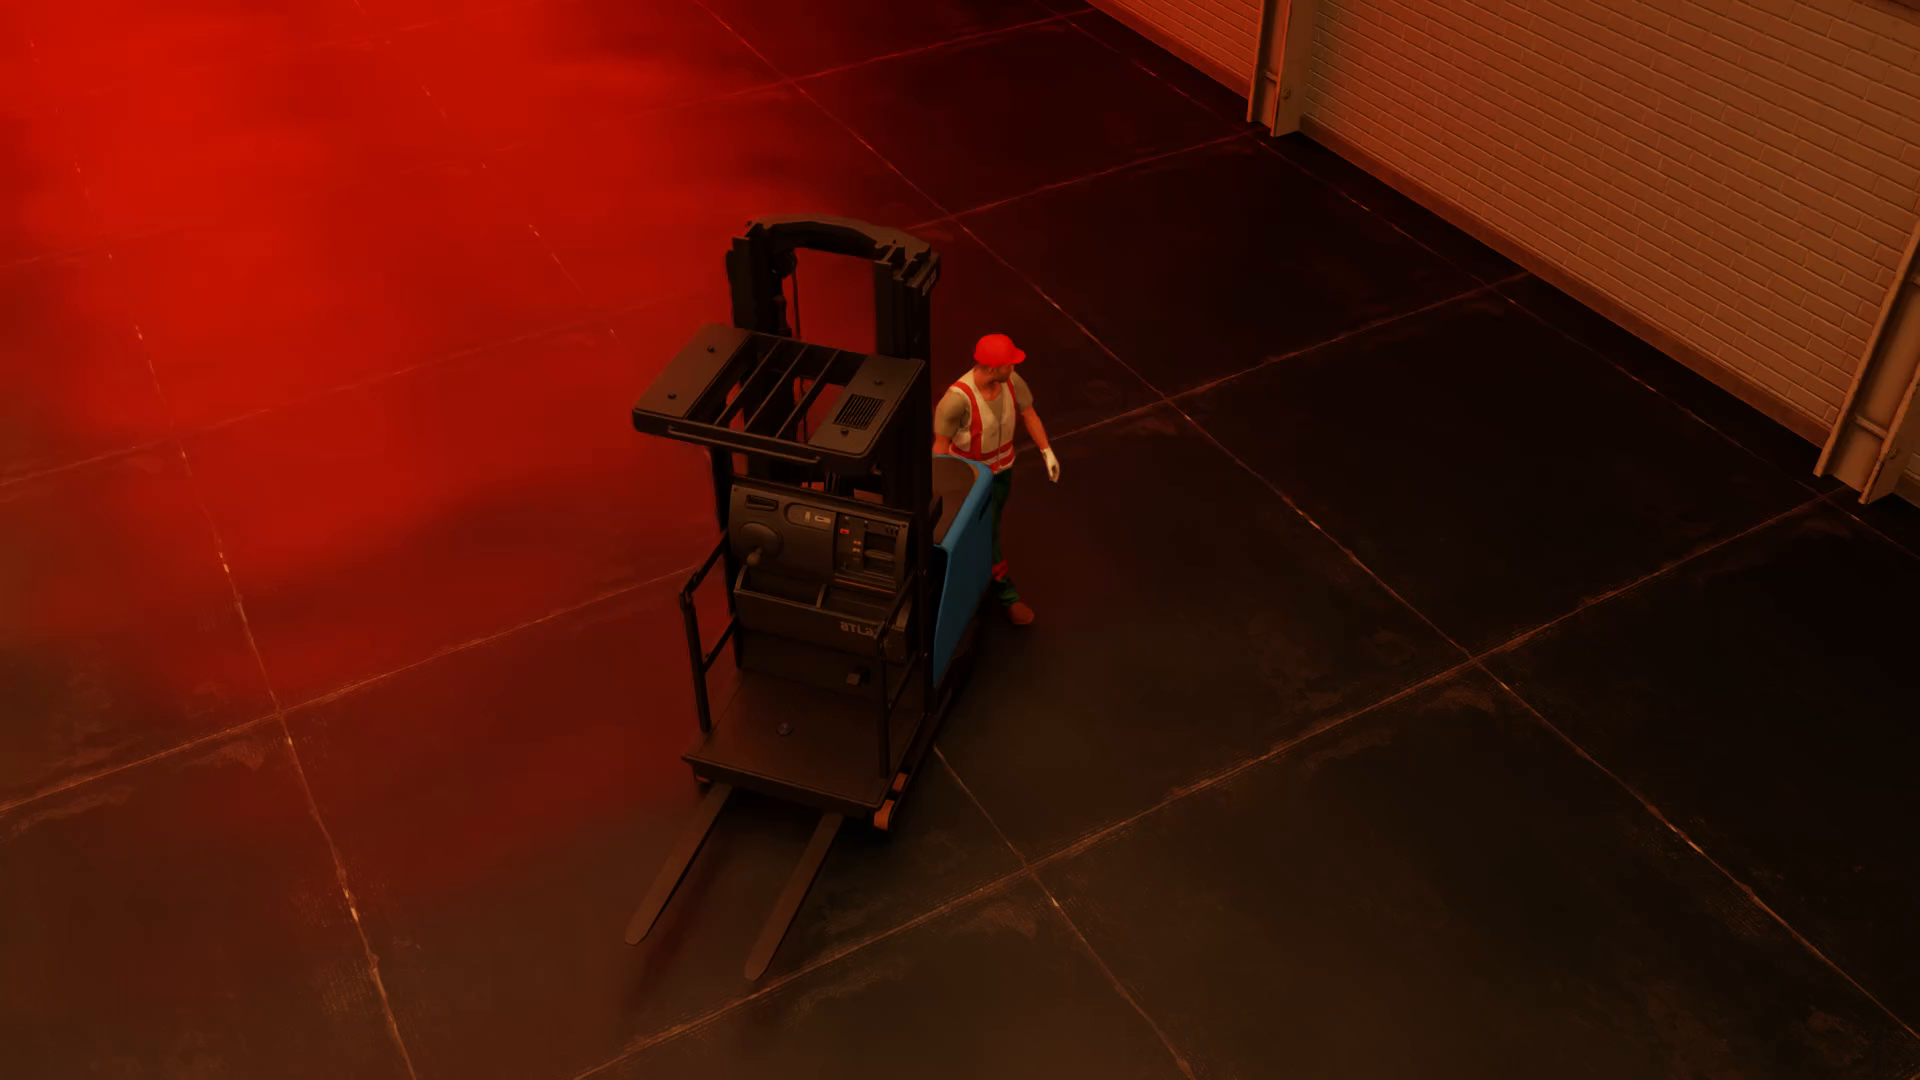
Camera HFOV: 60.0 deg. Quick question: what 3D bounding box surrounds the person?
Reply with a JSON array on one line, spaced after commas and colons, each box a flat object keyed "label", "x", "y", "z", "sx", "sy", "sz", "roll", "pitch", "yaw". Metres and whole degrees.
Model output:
[{"label": "person", "x": 0.201, "y": -0.365, "z": 9.409, "sx": 0.730, "sy": 1.734, "sz": 0.904, "roll": -31, "pitch": 49, "yaw": -32}]

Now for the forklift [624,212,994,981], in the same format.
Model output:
[{"label": "forklift", "x": -0.759, "y": 0.067, "z": 7.956, "sx": 1.130, "sy": 2.935, "sz": 3.031, "roll": 12, "pitch": 41, "yaw": 14}]
